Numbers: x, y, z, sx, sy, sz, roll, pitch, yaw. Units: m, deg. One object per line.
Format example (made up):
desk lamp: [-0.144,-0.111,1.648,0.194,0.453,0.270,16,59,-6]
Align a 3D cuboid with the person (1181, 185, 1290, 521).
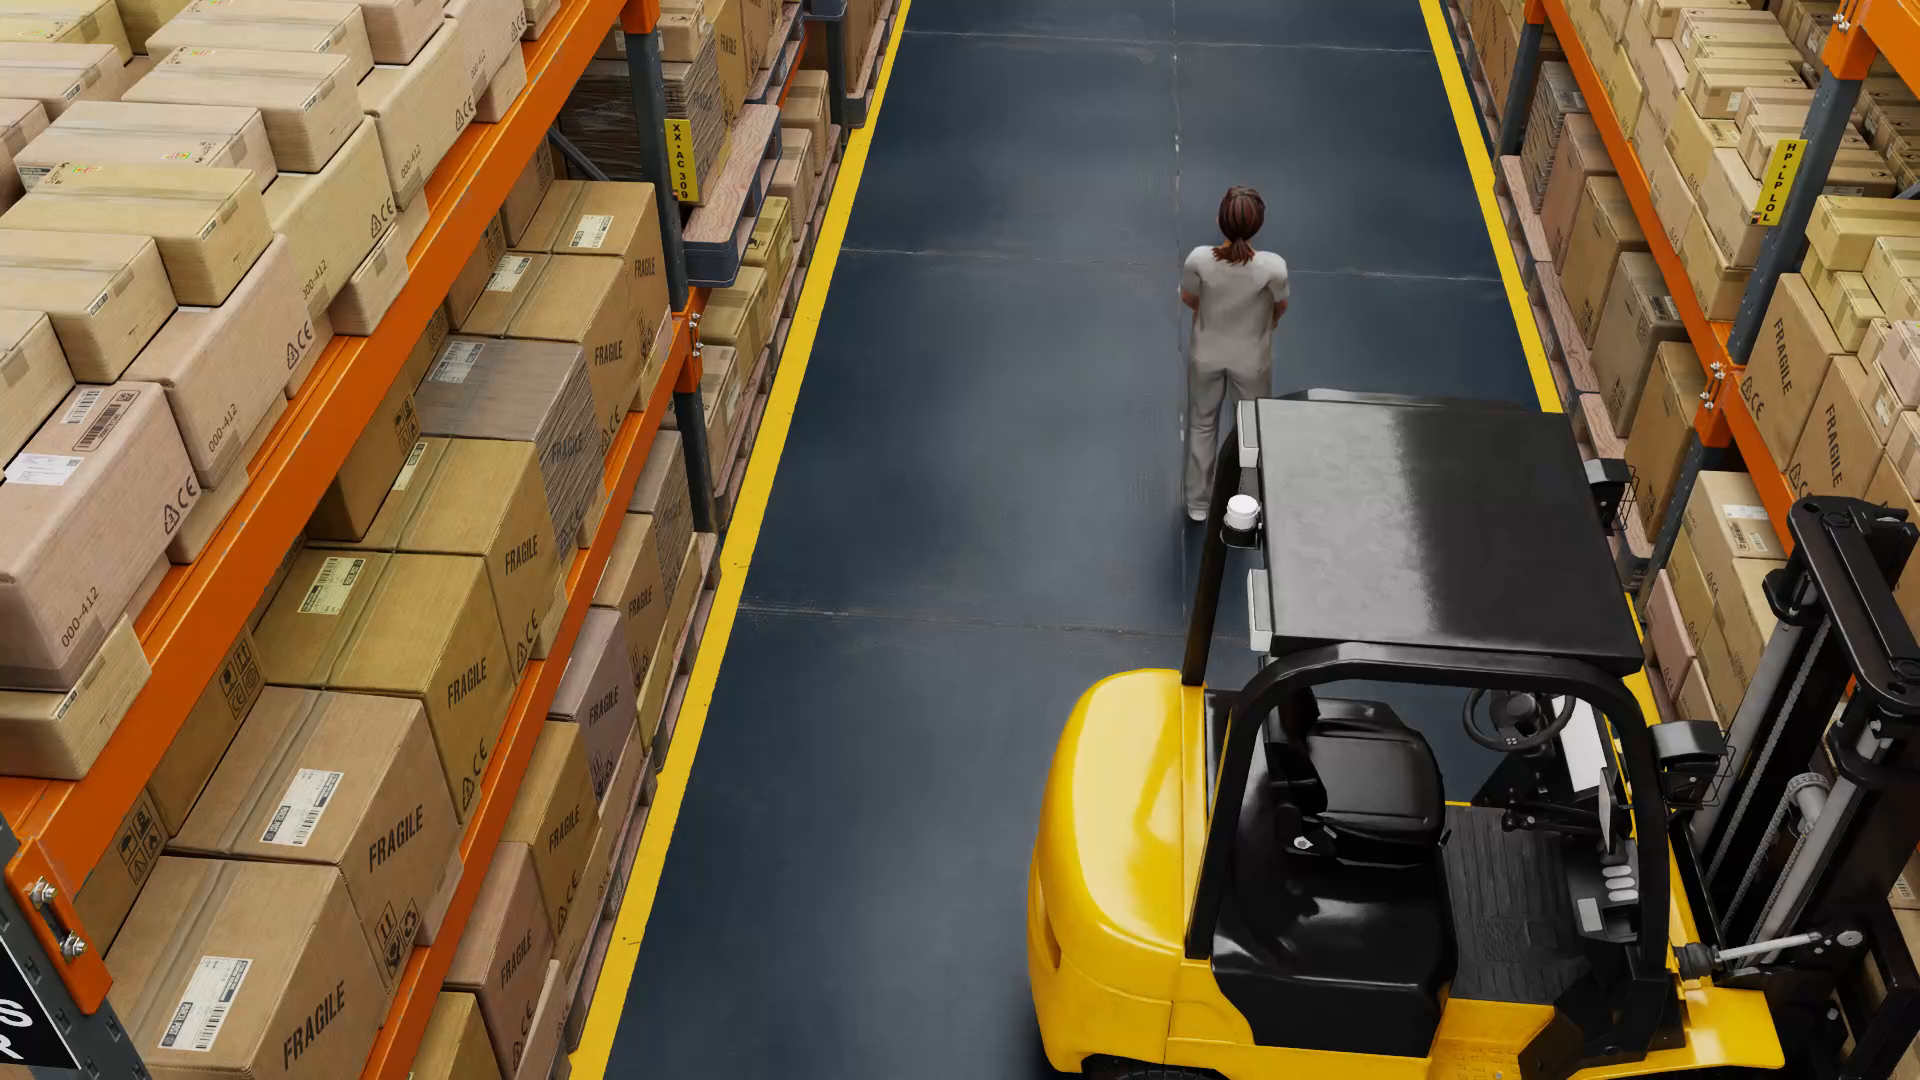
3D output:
person: [1.156,-0.801,7.103,0.464,1.677,0.525,11,41,13]
